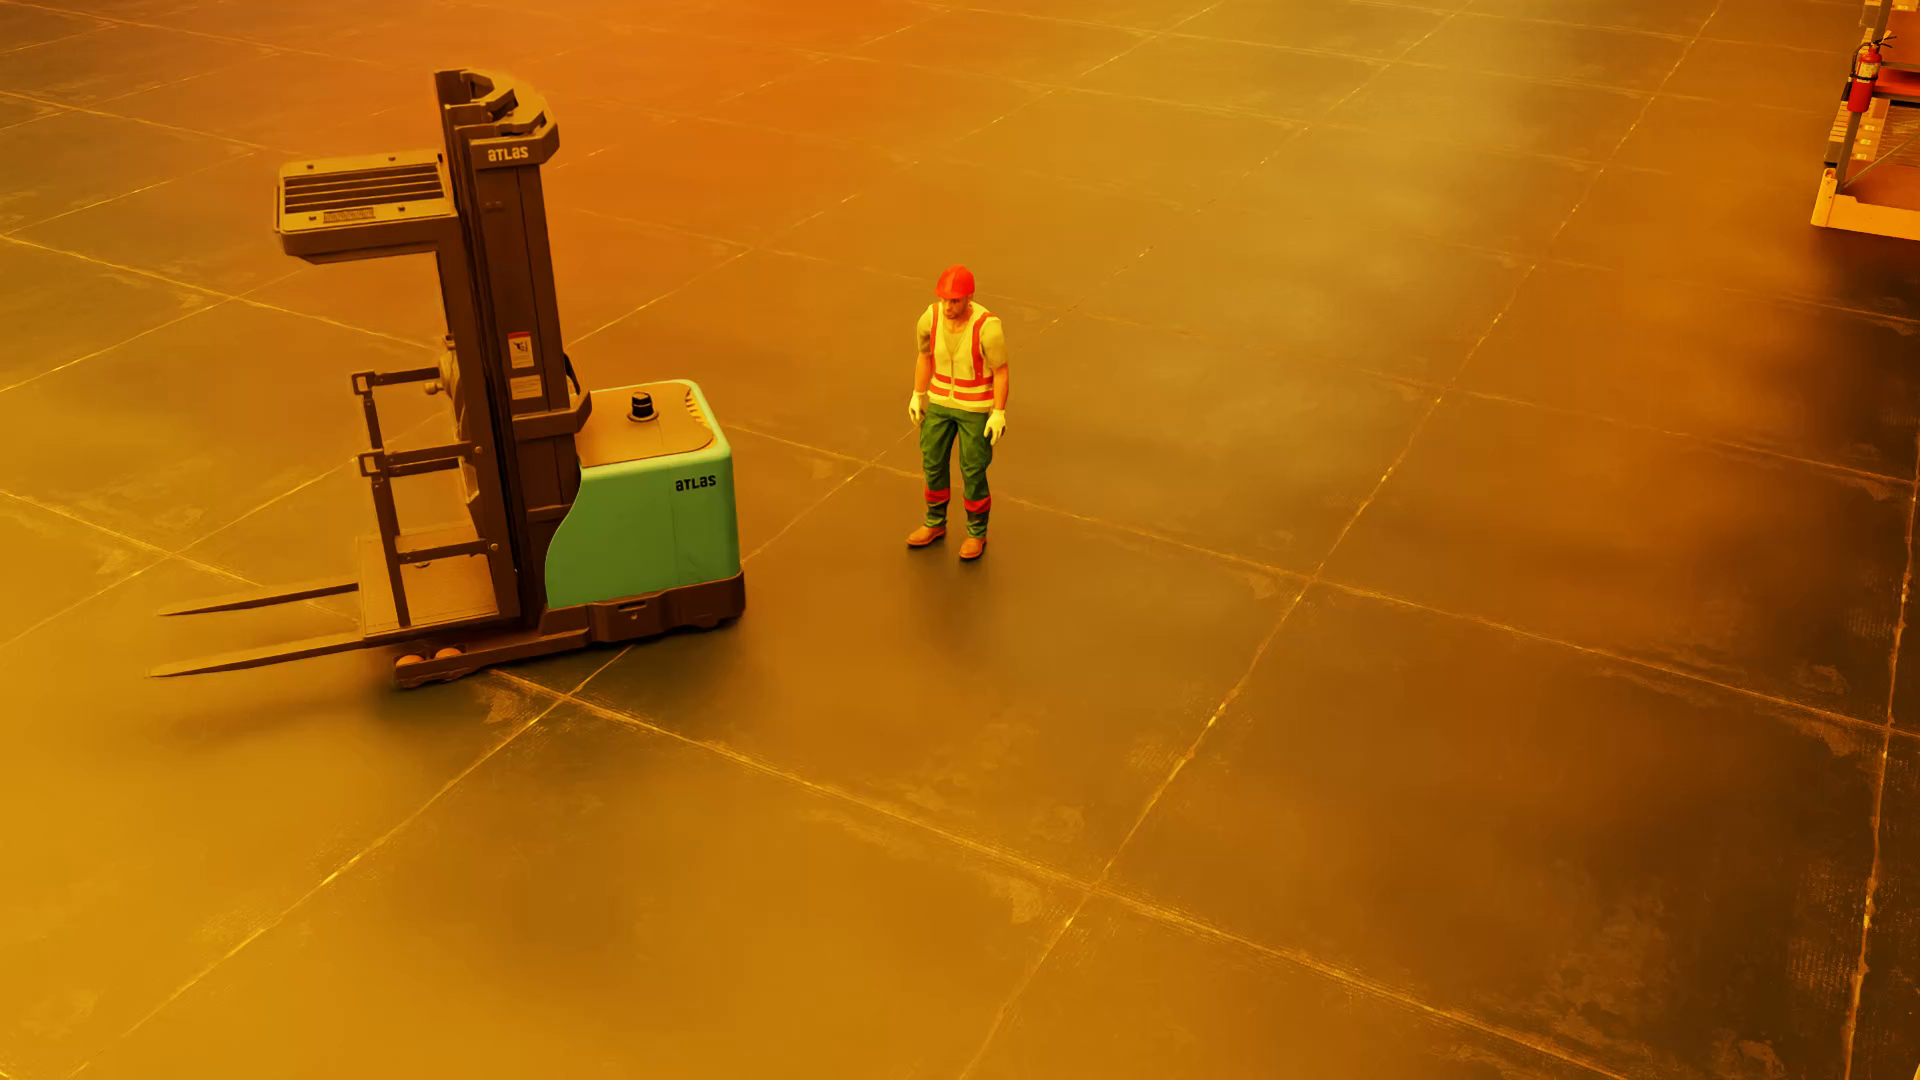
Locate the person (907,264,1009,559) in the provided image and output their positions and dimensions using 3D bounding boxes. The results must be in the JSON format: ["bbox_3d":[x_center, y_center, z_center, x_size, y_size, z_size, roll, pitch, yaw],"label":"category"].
[{"bbox_3d":[-0.015,-0.747,9.522,0.608,1.778,0.450,14,33,23],"label":"person"}]

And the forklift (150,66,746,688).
[{"bbox_3d":[-2.759,-0.798,8.454,3.031,2.935,1.130,-10,31,-17],"label":"forklift"}]
